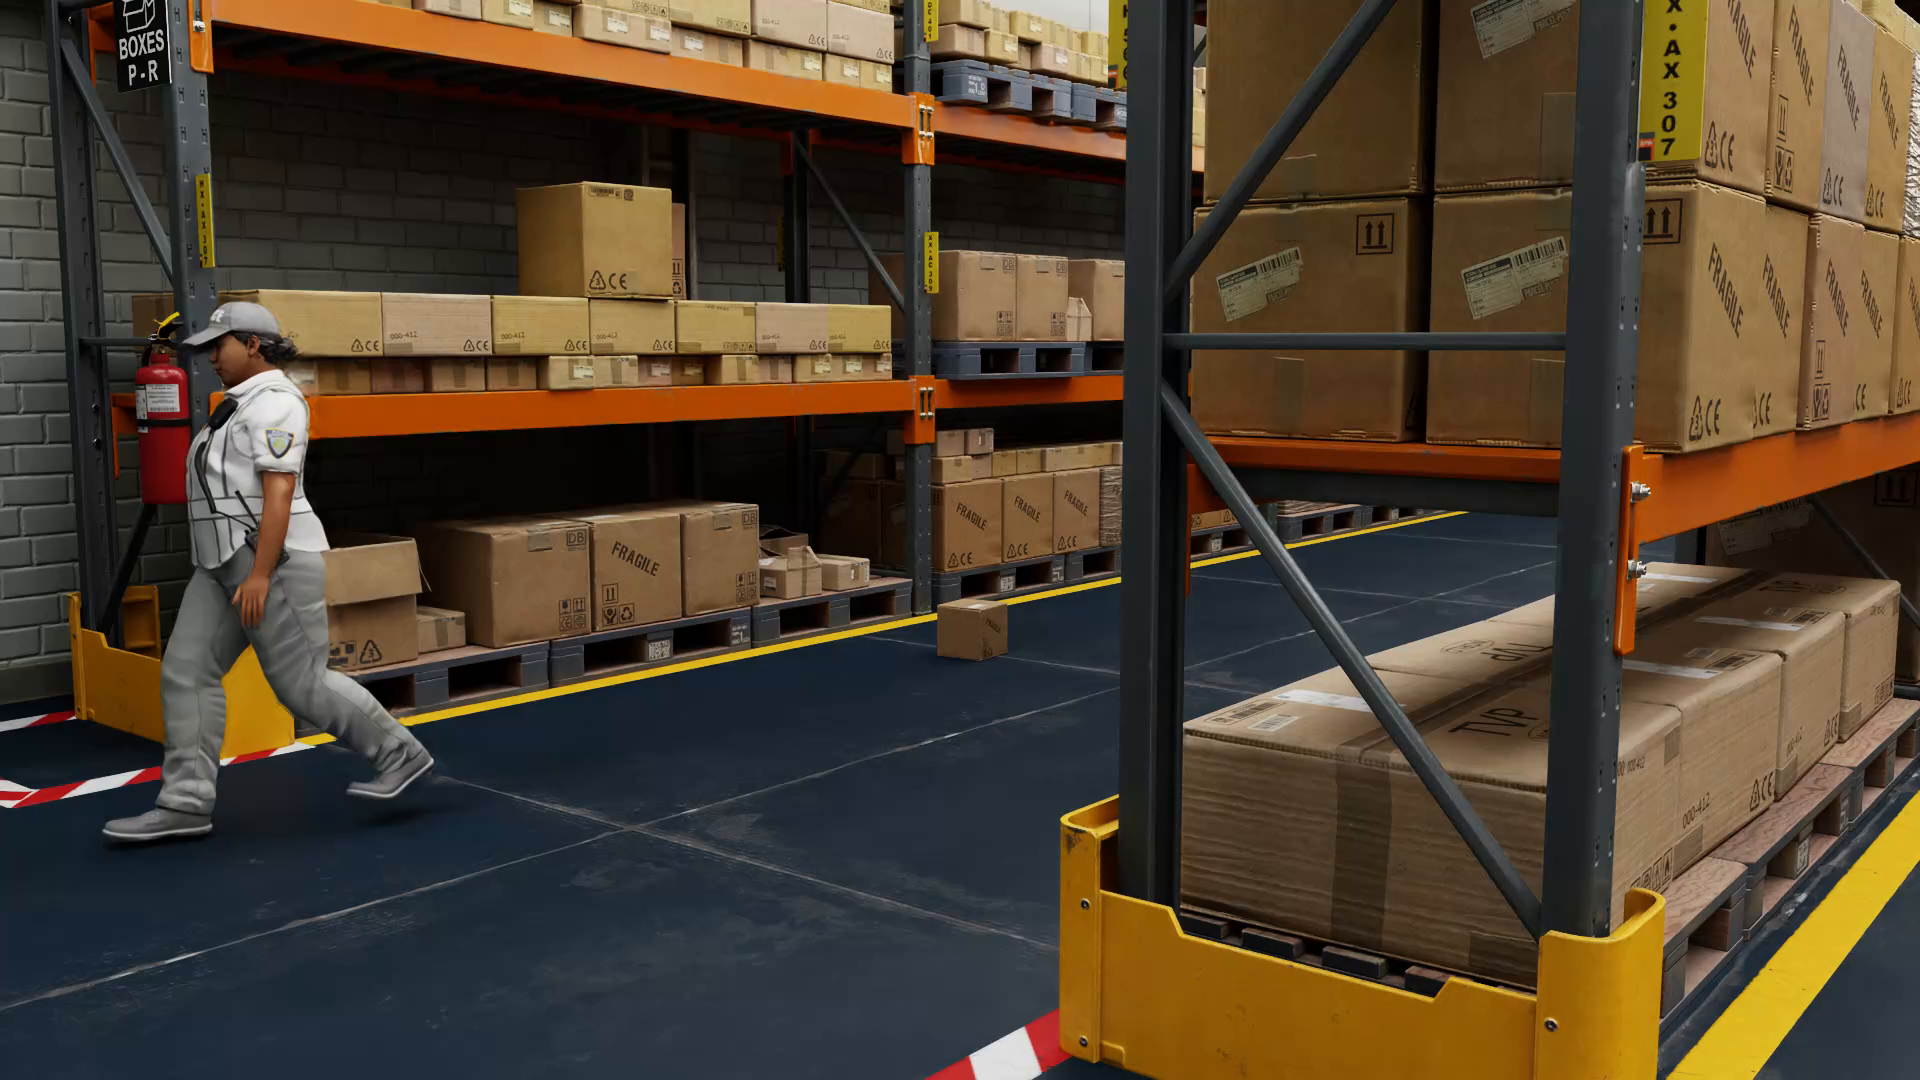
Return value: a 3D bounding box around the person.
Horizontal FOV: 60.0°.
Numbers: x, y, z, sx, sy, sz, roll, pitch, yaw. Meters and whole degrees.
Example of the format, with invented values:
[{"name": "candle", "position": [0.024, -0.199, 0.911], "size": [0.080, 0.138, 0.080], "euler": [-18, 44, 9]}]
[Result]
[{"name": "person", "position": [-2.136, 0.082, 5.092], "size": [0.939, 1.615, 0.512], "euler": [-5, 9, -38]}]
